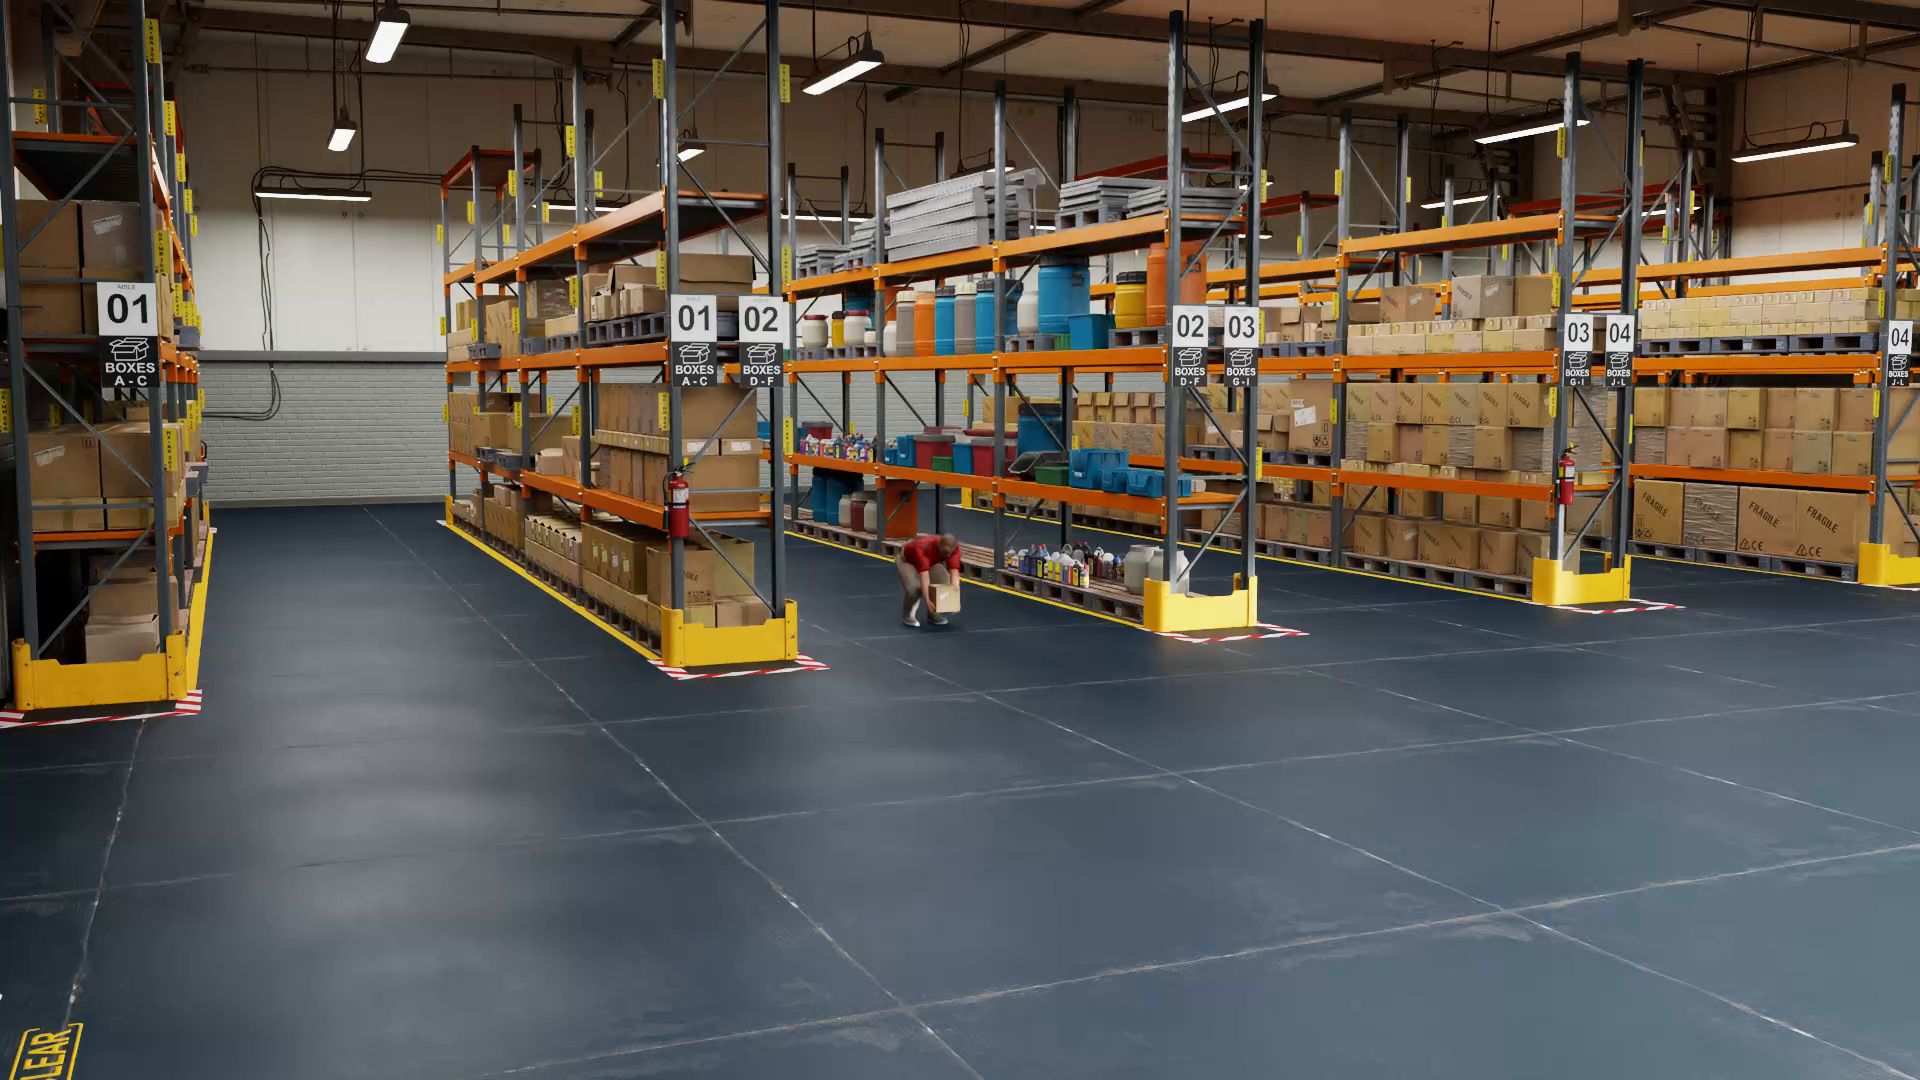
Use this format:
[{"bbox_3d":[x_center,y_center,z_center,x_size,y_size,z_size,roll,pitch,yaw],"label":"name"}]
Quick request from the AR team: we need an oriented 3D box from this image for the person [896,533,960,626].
[{"bbox_3d":[-0.299,0.387,16.776,0.542,0.976,0.920,-3,6,-26],"label":"person"}]
